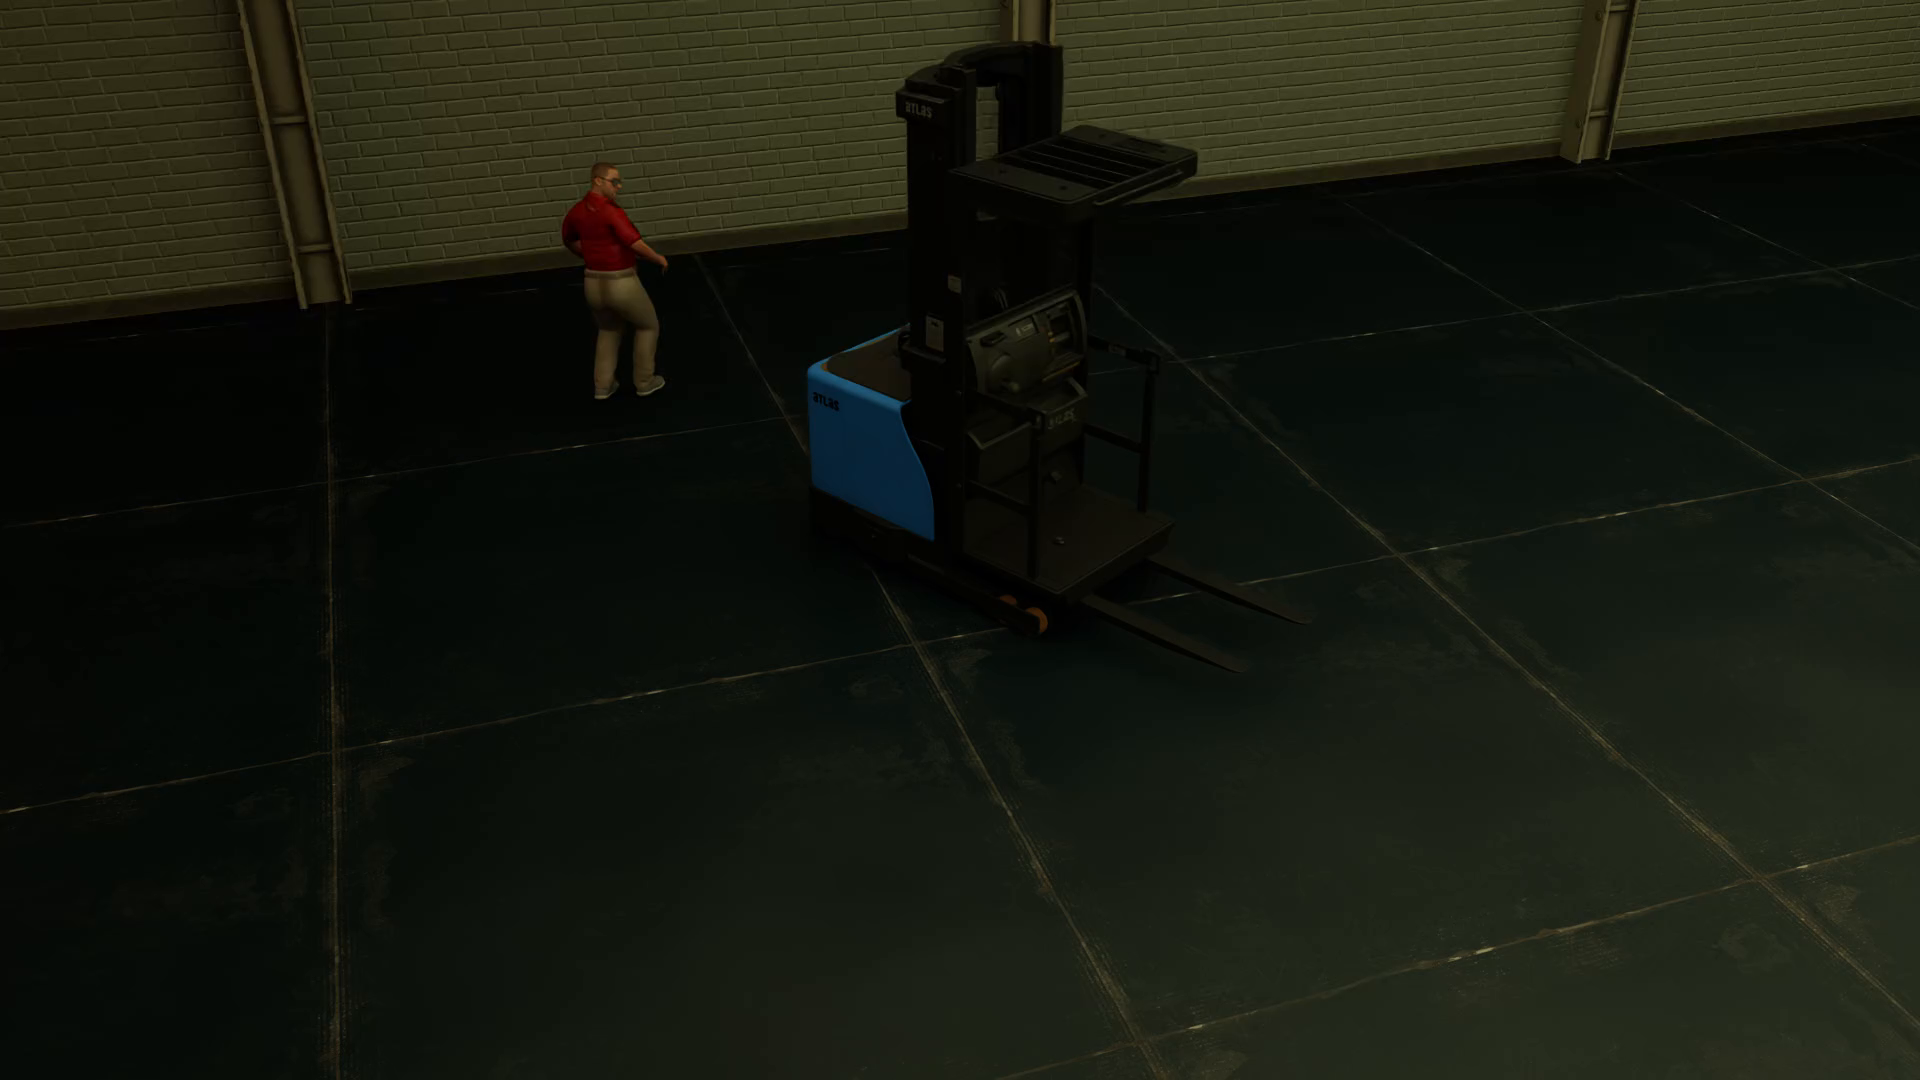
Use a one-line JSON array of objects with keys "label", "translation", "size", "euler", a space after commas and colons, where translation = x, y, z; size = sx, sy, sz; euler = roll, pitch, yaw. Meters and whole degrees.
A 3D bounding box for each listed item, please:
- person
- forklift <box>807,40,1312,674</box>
[{"label": "person", "translation": [-2.374, -1.775, 11.464], "size": [0.771, 1.679, 0.544], "euler": [14, 33, 23]}, {"label": "forklift", "translation": [0.527, -1.033, 8.882], "size": [3.031, 2.935, 1.130], "euler": [24, 38, 35]}]
